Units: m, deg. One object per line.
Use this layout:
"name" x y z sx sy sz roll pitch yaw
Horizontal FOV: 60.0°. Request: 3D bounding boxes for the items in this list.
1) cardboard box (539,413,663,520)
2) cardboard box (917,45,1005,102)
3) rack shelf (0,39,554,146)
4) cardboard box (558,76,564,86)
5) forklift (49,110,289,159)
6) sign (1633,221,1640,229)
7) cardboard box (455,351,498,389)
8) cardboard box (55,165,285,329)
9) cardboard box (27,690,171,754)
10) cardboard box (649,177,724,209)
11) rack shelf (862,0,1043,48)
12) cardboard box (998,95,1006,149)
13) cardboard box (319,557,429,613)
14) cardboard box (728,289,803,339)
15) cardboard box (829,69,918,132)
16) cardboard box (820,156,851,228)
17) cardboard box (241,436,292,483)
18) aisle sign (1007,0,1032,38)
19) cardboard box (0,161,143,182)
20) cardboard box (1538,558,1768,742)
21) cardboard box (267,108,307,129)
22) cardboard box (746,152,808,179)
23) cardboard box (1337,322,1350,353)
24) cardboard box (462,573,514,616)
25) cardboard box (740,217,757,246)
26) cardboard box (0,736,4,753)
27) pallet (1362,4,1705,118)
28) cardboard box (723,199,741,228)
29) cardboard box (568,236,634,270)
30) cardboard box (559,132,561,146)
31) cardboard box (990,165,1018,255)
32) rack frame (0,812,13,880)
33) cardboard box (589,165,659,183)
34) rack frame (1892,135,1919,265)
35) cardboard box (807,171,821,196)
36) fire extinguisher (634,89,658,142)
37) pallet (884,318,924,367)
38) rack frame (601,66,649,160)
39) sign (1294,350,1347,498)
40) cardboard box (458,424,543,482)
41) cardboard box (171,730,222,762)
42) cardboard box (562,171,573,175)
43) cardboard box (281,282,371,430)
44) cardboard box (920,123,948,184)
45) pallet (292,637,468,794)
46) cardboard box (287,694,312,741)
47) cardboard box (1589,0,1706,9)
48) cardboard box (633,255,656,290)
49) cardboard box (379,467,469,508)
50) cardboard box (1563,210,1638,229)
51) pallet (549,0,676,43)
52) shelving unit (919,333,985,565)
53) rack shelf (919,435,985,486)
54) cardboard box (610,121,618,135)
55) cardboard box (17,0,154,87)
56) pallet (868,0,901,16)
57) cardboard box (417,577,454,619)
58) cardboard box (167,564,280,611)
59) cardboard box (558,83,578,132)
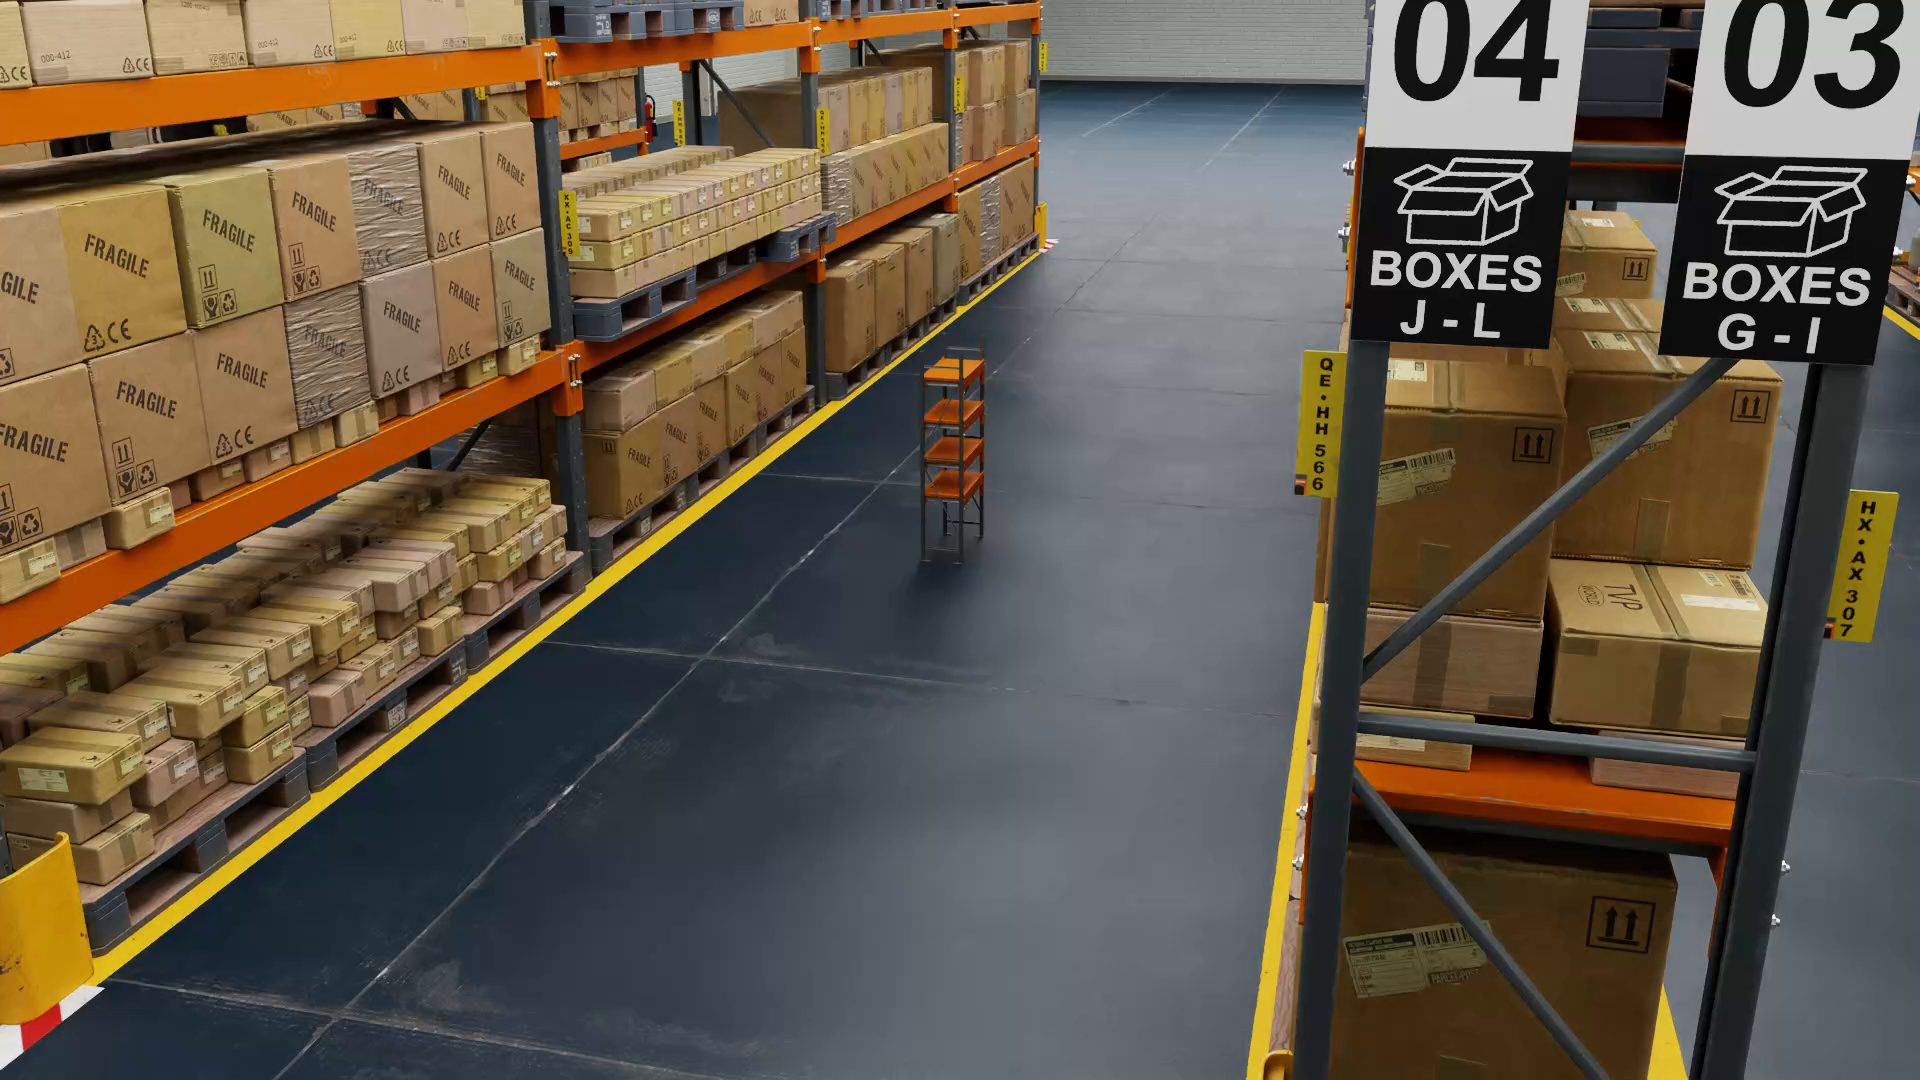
"cardboard box" -2.058 -0.447 9.572 0.500 0.500 0.500 5 20 16
"cardboard box" -0.009 -4.929 17.575 0.875 0.550 0.500 5 19 13
"rack shelf" -2.984 -1.672 6.415 1.077 0.370 4.000 5 19 13
"cardboard box" -4.753 -5.182 18.058 0.700 0.500 0.500 4 19 12
"forklift" -4.721 -1.800 10.424 1.130 2.935 3.031 4 19 11
"sign" 2.828 -1.200 7.100 0.100 0.325 0.005 5 19 13
"cardboard box" -2.419 -0.825 7.850 0.380 0.149 0.250 5 20 16
"cardboard box" -2.840 -1.067 6.010 0.500 0.500 0.500 4 19 12
"cardboard box" -3.065 0.669 5.928 0.380 0.149 0.250 5 19 14
"cardboard box" -1.639 -2.074 9.937 0.380 0.149 0.250 5 20 15
"rack shelf" -0.052 -5.433 17.427 1.077 0.370 4.000 5 19 13
"cardboard box" 0.018 -4.593 18.261 0.875 0.550 0.550 5 19 13
"cardboard box" -2.578 0.195 7.315 0.380 0.149 0.250 4 19 11
"cardboard box" -1.431 -1.609 11.816 0.500 0.250 0.500 4 19 12
"cardboard box" -0.780 -3.931 14.853 0.700 0.500 0.500 4 19 12
"cardboard box" -1.147 -2.640 12.623 0.500 0.500 0.500 5 19 14
"cardboard box" -2.828 -0.336 6.421 0.380 0.149 0.250 4 19 12
"aisle sign" 0.744 -6.210 19.206 0.394 0.787 0.004 5 19 13
"cardboard box" -3.360 -1.113 6.144 0.500 0.500 0.500 6 20 16
"cardboard box" 1.691 0.258 4.063 0.500 0.250 0.500 4 19 12
"cardboard box" -5.888 -3.506 14.048 0.500 0.500 0.500 6 20 16
"cardboard box" -1.257 -2.567 11.380 0.380 0.149 0.250 4 19 13
"cardboard box" 2.852 -0.750 9.881 1.225 0.875 0.875 5 19 14
"cardboard box" -2.408 0.243 8.097 0.380 0.149 0.250 4 19 12
"cardboard box" -1.512 -1.961 10.527 0.380 0.149 0.250 5 20 15
"cardboard box" -3.589 0.717 5.789 0.380 0.149 0.250 5 19 14
"pallet" 1.483 -1.154 3.921 1.003 0.211 1.213 5 19 13
"cardboard box" -1.573 -2.018 10.234 0.380 0.149 0.250 4 19 12
"cardboard box" -1.953 -1.528 8.799 0.380 0.149 0.250 5 19 14
"cardboard box" -4.656 -4.441 18.439 0.380 0.149 0.250 5 19 14
"cardboard box" 0.122 -3.681 18.461 0.875 0.875 0.875 4 19 13
"rack frame" -3.473 0.034 4.948 1.000 3.000 0.127 5 19 13
"cardboard box" -2.139 -2.294 10.580 0.380 0.149 0.250 5 20 15
"rack frame" 10.024 -4.167 17.246 1.000 3.000 0.127 5 19 13
"cardboard box" -1.198 -2.504 11.655 0.380 0.149 0.250 5 20 15
"fire extinguisher" -3.914 -5.303 20.693 0.296 0.674 0.183 5 19 13
"pallet" -0.953 -1.777 14.562 1.003 0.211 1.213 5 19 13
"rack frame" -4.389 -5.340 20.682 1.000 3.000 0.127 5 19 13
"sign" 0.789 -0.250 3.622 0.100 0.325 0.005 5 19 13
"cardboard box" -2.559 -0.488 9.692 0.500 0.500 0.500 4 19 12
"cardboard box" -3.000 0.734 6.198 0.380 0.149 0.250 5 19 14
"cardboard box" -4.586 -4.000 19.201 0.500 0.500 0.500 4 19 12
"cardboard box" -2.739 -0.756 6.645 0.500 0.500 0.500 4 19 12
"cardboard box" -0.409 -3.590 15.403 0.500 0.500 0.500 5 19 13
"pallet" -2.922 0.696 7.322 1.003 0.211 1.213 5 19 13
"cardboard box" -2.857 0.719 6.702 0.380 0.149 0.250 5 19 14
"cardboard box" 1.387 -1.423 3.613 0.700 0.500 0.500 3 19 10
"cardboard box" -1.891 -1.474 9.102 0.380 0.149 0.250 5 19 14
"cardboard box" -2.781 -0.260 8.647 0.380 0.149 0.250 5 20 16
"cardboard box" 2.436 -1.056 6.751 0.500 0.500 0.500 5 20 15
"pallet" -2.242 -2.736 8.706 1.213 0.211 1.003 5 19 13
"shelving unit" -0.040 -0.516 9.342 0.258 1.200 0.503 5 19 13
"rack shelf" -0.040 -0.452 9.364 0.258 0.148 0.480 5 19 13
"cardboard box" -4.310 -4.921 19.842 0.380 0.149 0.250 4 19 12
"cardboard box" -2.983 -1.600 5.323 0.500 0.250 0.500 5 20 15
"pallet" -1.142 -4.361 13.465 1.003 0.211 1.213 6 20 16
"cardboard box" -2.567 0.237 7.654 0.380 0.149 0.250 5 20 15
"cardboard box" -3.187 0.228 7.219 0.380 0.149 0.250 5 19 14
"cardboard box" -4.649 -4.866 18.679 0.500 0.500 0.500 5 19 14
